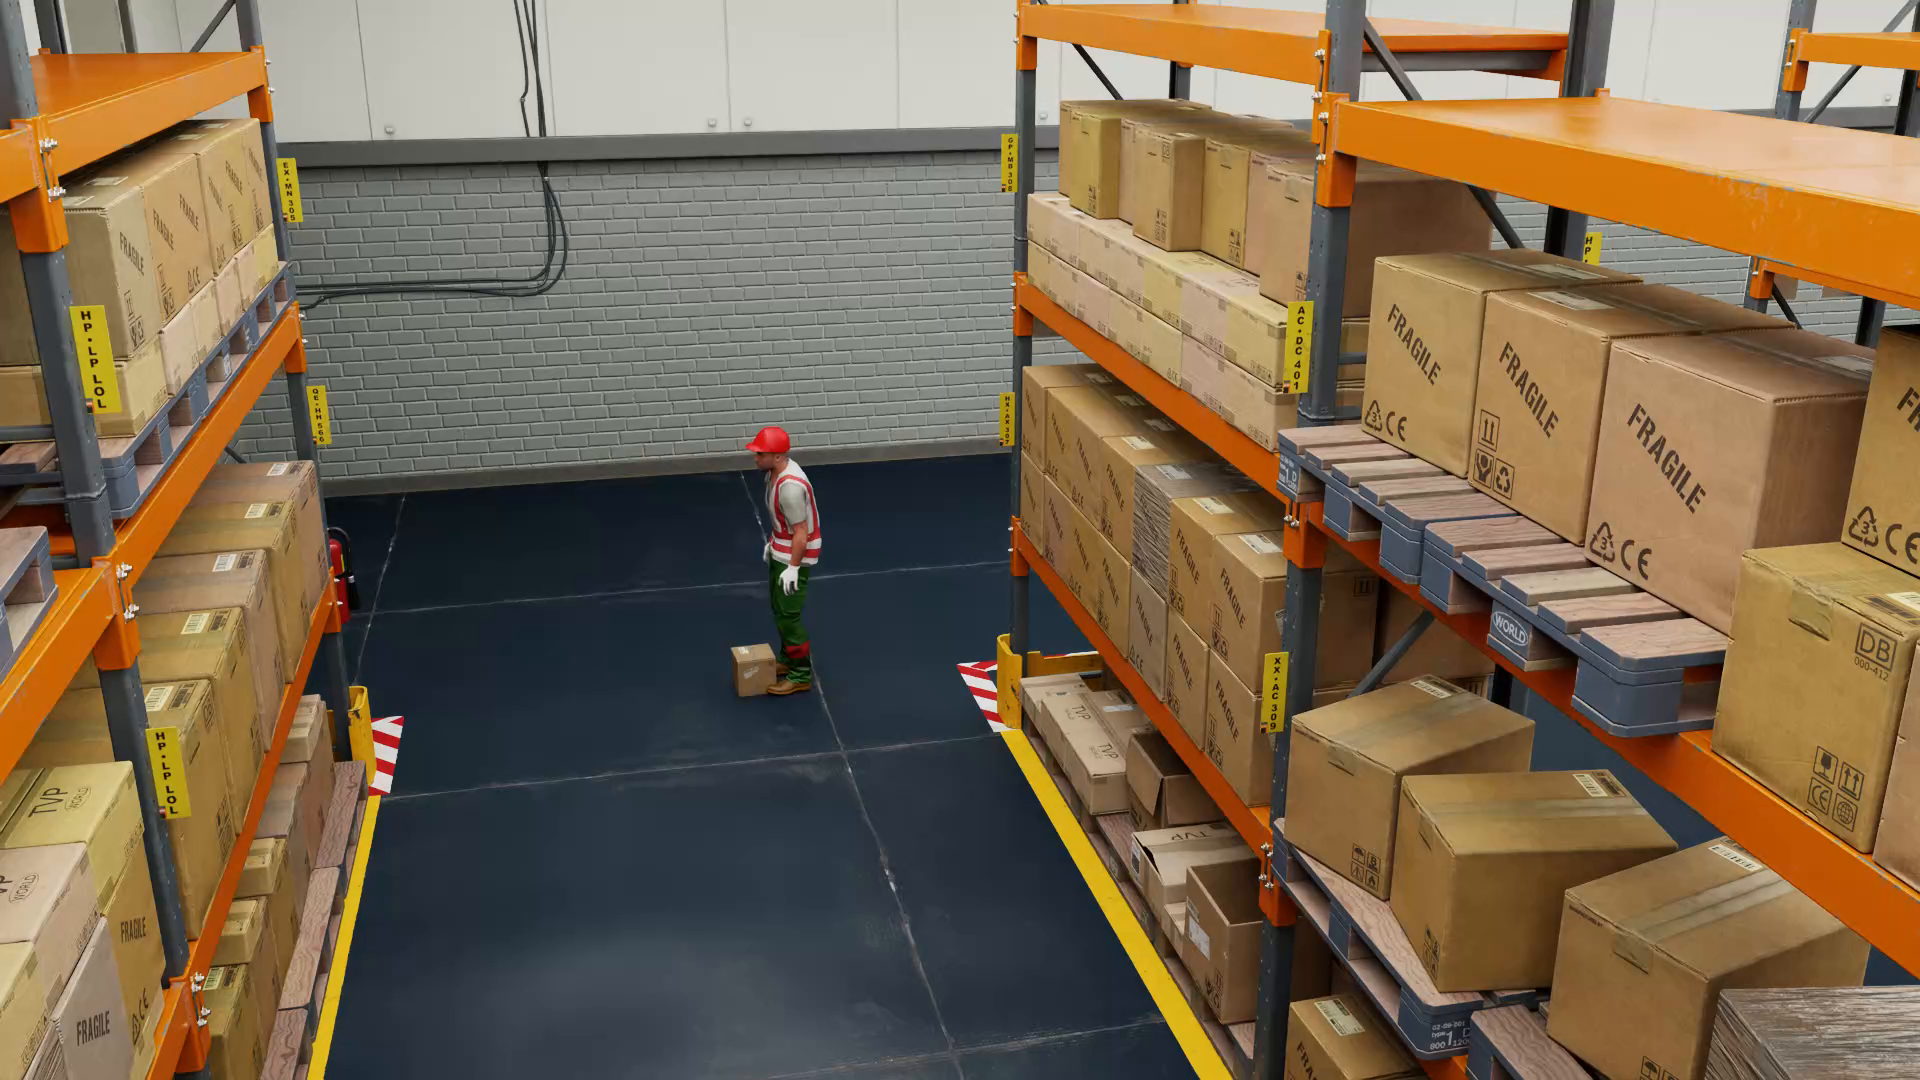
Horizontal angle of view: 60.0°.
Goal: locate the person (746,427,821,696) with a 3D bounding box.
[{"bbox_3d":[-1.129,0.122,10.699,0.448,1.779,0.619,-6,20,-16],"label":"person"}]
